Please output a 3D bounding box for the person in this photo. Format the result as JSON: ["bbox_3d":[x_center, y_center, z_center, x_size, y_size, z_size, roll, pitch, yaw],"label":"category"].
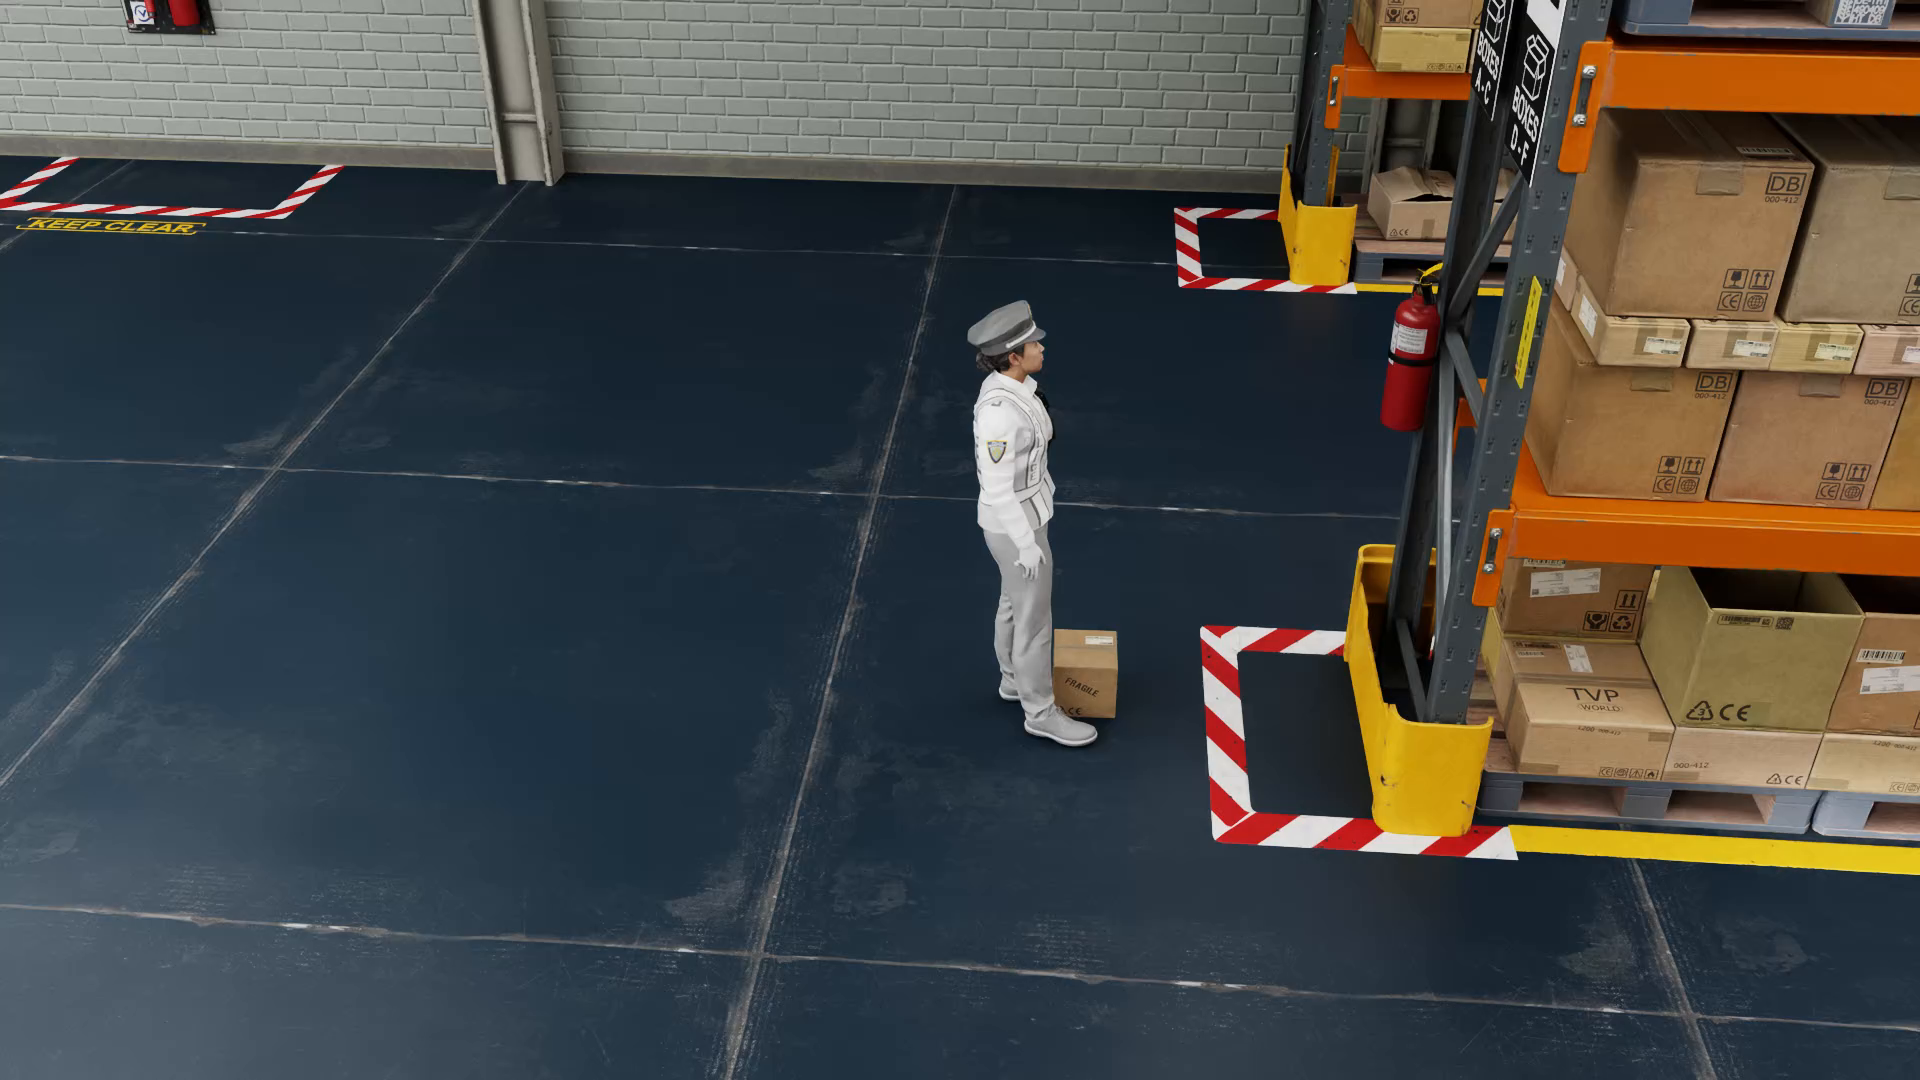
[{"bbox_3d":[0.288,-0.081,6.217,0.529,1.694,0.587,3,32,4],"label":"person"}]
